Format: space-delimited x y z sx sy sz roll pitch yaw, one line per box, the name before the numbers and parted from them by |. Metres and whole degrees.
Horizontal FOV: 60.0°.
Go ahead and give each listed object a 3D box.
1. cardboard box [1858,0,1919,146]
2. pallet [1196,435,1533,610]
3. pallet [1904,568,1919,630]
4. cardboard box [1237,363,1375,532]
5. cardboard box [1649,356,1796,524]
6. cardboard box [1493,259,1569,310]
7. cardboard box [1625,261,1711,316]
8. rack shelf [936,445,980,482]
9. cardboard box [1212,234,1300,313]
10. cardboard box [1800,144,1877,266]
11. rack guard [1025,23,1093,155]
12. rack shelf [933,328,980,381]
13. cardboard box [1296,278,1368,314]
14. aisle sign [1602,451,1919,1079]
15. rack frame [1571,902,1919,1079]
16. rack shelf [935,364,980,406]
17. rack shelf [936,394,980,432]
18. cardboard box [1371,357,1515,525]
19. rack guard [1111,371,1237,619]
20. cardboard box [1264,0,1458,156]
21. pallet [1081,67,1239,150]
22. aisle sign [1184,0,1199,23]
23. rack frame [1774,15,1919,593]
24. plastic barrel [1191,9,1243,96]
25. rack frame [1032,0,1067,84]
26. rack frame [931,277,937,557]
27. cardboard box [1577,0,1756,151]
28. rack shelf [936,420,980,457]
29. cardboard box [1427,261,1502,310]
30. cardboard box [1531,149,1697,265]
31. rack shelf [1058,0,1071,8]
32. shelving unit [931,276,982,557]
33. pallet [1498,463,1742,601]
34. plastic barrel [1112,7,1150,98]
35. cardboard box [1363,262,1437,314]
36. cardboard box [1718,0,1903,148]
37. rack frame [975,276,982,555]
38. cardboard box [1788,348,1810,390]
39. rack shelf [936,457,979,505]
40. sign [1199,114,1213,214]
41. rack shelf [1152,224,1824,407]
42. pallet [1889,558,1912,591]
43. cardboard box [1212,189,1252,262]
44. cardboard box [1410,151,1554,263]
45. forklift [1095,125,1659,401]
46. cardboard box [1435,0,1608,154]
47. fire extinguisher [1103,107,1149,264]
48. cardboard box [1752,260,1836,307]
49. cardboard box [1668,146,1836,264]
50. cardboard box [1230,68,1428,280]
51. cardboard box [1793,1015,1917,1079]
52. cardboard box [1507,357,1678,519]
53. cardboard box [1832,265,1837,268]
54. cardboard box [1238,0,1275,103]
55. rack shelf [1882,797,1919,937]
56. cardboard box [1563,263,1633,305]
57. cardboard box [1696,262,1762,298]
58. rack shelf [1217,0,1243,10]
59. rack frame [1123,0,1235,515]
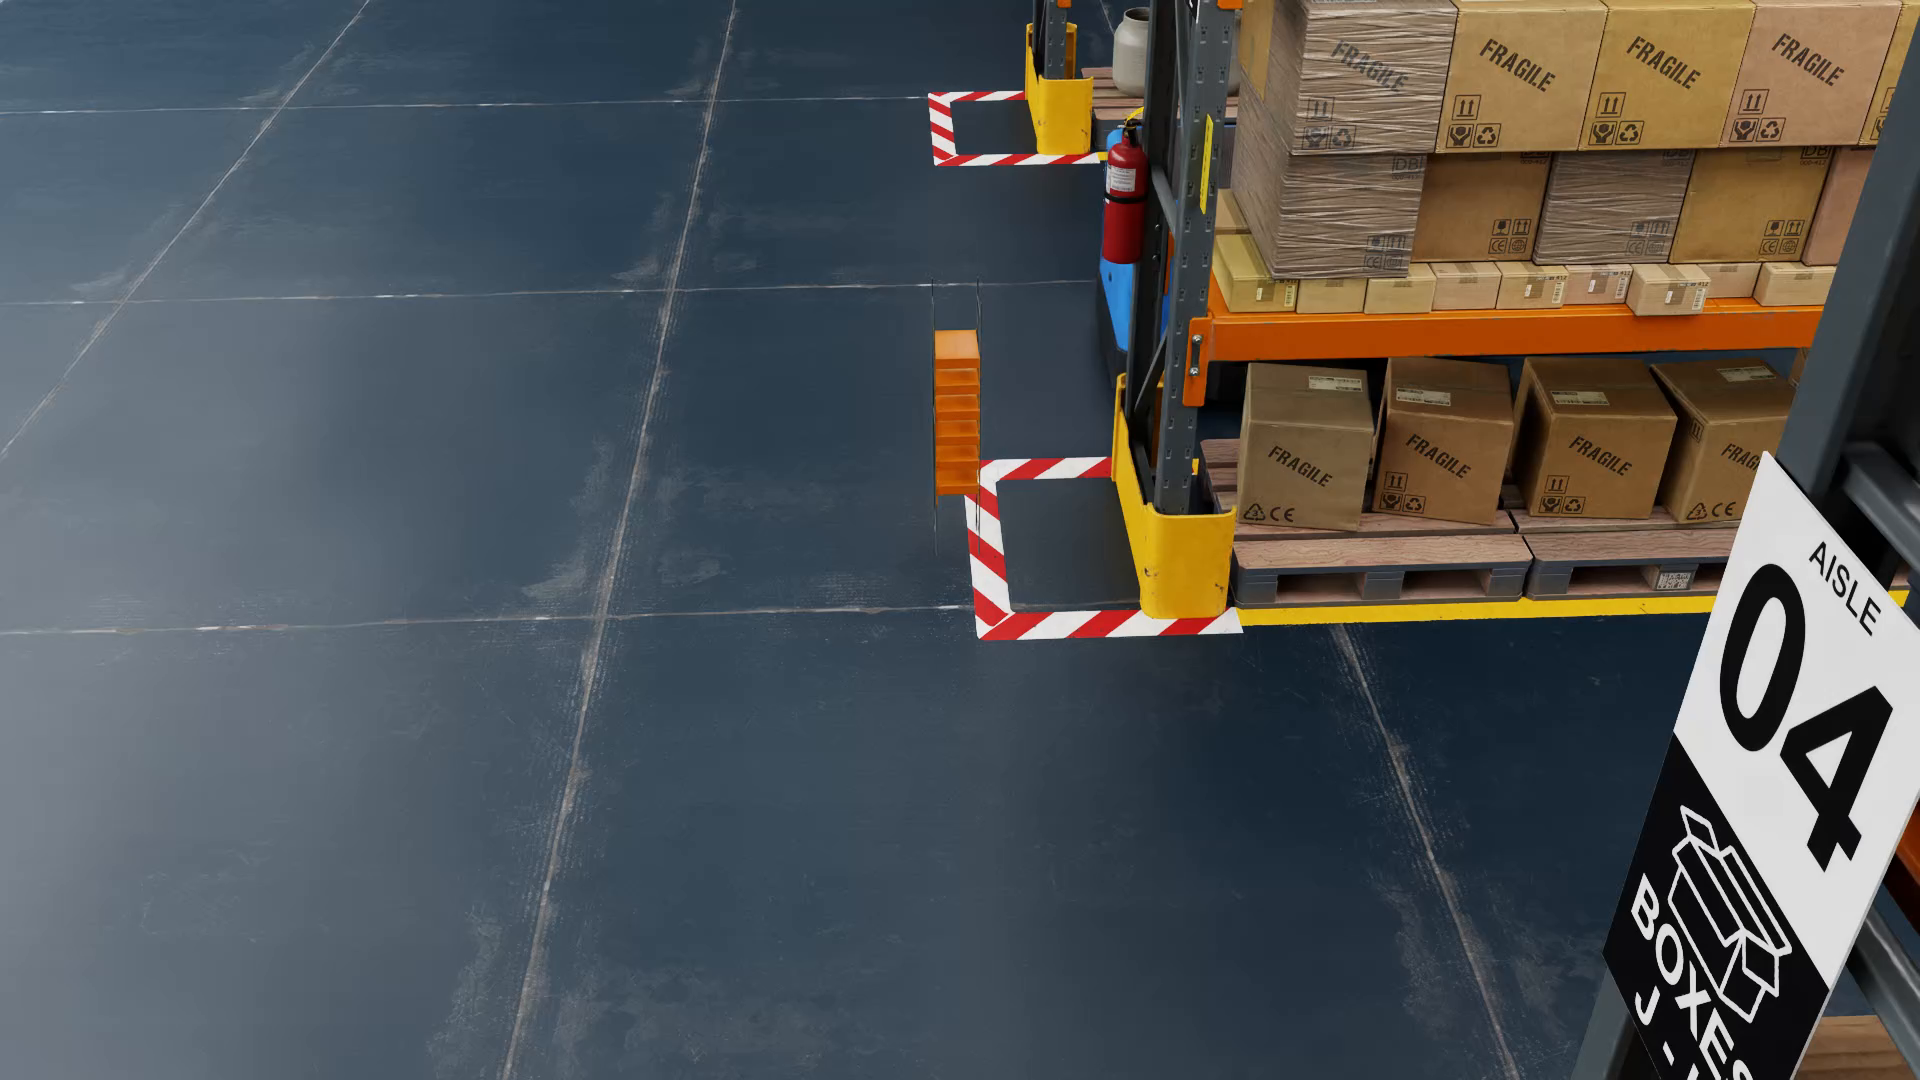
cardboard box | 3.380 -1.730 5.886 0.500 0.500 0.500 -2 35 -2
pallet | 1.709 -0.101 7.210 1.213 0.211 1.003 -2 35 -2
pallet | 1.694 0.356 1.542 1.213 0.211 1.003 -2 35 -2
cardboard box | 1.445 -0.396 7.013 0.500 0.500 0.500 5 35 7
cardboard box | 3.226 -0.427 7.059 0.500 0.500 0.500 -4 35 -6
cardboard box | 2.116 -1.028 6.320 0.250 0.149 0.380 -2 35 -2
cardboard box | 2.619 -0.998 6.277 0.250 0.149 0.380 -2 35 -2
rack shelf | -0.015 -0.358 7.002 0.180 0.103 0.258 -2 35 -2
cardboard box | 1.116 -1.012 6.298 0.250 0.149 0.380 -2 35 -2
cardboard box | 3.367 -1.474 6.394 0.500 0.500 0.875 -2 35 -2
rack guard | 0.659 -3.060 11.232 0.348 0.500 1.175 -2 35 -2
rack shelf | -0.015 -0.752 6.728 0.180 0.103 0.258 -2 35 -2
cardboard box | 1.367 -1.008 6.292 0.250 0.149 0.380 -2 35 -2
aisle sign | 0.869 0.341 1.837 0.004 0.787 0.394 -2 35 -2
rack frame | 0.954 1.579 2.333 0.127 3.000 1.000 -2 35 -2
rack shelf | -0.015 -0.654 6.797 0.180 0.103 0.258 -2 35 -2
rack shelf | -0.015 -0.555 6.865 0.180 0.103 0.258 -2 35 -2
cardboard box | 2.040 -0.431 7.065 0.500 0.500 0.500 7 35 10
rack guard | 0.896 -0.218 7.125 0.348 0.500 1.175 -2 35 -2
cardboard box | 1.382 -1.678 5.811 0.500 0.500 0.500 -2 35 -2
pallet | 1.471 -2.960 11.342 1.213 0.211 1.003 -2 35 -2
aisle sign | 0.772 -2.140 5.422 0.004 0.787 0.394 -2 35 -2
rack frame | 0.954 -0.888 0.626 0.127 3.000 1.000 -2 35 -2
plastic barrel | 1.740 -3.283 11.176 0.421 0.512 0.421 0 35 0
rack frame | 0.586 -4.059 10.479 0.127 3.000 1.000 -2 35 -2
rack frame | -0.106 -0.491 6.904 0.006 1.200 0.240 -2 35 -2
cardboard box | 2.382 -1.702 5.845 0.500 0.500 0.500 -2 35 -2
rack shelf | -0.015 -0.456 6.933 0.180 0.103 0.258 -2 35 -2
cardboard box | 1.866 -1.025 6.316 0.250 0.149 0.380 -2 35 -2
cardboard box | 2.366 -1.477 6.399 0.500 0.500 0.875 -2 35 -2
rack shelf | 2.583 -3.817 10.762 4.000 0.370 1.077 -2 35 -2
shelving unit | -0.015 -0.493 6.908 0.189 1.200 0.258 -2 35 -2
pallet | 2.925 -0.132 7.255 1.213 0.211 1.003 -2 35 -2
plastic barrel | 1.239 -3.270 11.156 0.421 0.512 0.421 0 35 0
cardboard box | 1.617 -1.007 6.289 0.250 0.149 0.380 -2 35 -2
cardboard box | 2.881 -1.719 5.870 0.500 0.500 0.500 -2 35 -2
rack frame | 0.077 -0.496 6.911 0.006 1.200 0.240 -2 35 -2
cardboard box | 3.842 -0.488 7.147 0.500 0.500 0.500 9 36 13
rack shelf | -0.015 -0.259 7.070 0.180 0.103 0.258 -2 35 -2
sign | 0.846 -1.291 5.719 0.005 0.325 0.100 -2 35 -2
rack shelf | 2.818 -1.002 6.694 4.000 0.370 1.077 -2 35 -2
pallet | 4.146 -0.167 7.305 1.213 0.211 1.003 -2 35 -2
cardboard box | 1.095 -1.265 6.663 0.250 0.149 0.380 -2 35 -2
cardboard box | 1.865 -1.488 6.415 0.500 0.500 0.875 -2 35 -2
forklift | 2.253 -2.162 7.799 3.031 2.935 1.130 -1 35 -2
cardboard box | 1.882 -1.688 5.825 0.500 0.500 0.500 -2 35 -2
fire extinguisher | 0.684 -1.471 6.807 0.183 0.674 0.296 -2 35 -2
cardboard box | 3.116 -1.043 6.342 0.250 0.149 0.380 -2 35 -2
cardboard box | 2.866 -1.484 6.409 0.500 0.500 0.875 -2 35 -2
cardboard box | 1.371 -1.406 6.297 0.500 0.500 0.875 -2 35 -2
cardboard box | 1.326 1.085 1.966 0.550 0.550 0.875 -2 35 -2
cardboard box | 2.666 -0.437 7.074 0.500 0.500 0.500 2 35 2
cardboard box | 3.364 -1.070 6.381 0.250 0.149 0.380 -2 35 -2
cardboard box | 1.358 -1.973 6.238 0.500 0.500 0.500 -2 35 -2
rack shelf | 2.952 0.587 1.762 4.000 0.370 1.077 -2 35 -2
cardboard box | 2.364 -1.050 6.352 0.250 0.149 0.380 -2 35 -2
cardboard box | 2.862 -1.080 6.395 0.250 0.149 0.380 -2 35 -2
rack shelf | 2.818 -2.235 5.840 4.000 0.370 1.077 -2 35 -2
rack frame | 0.820 -1.244 6.411 0.127 3.000 1.000 -2 35 -2
